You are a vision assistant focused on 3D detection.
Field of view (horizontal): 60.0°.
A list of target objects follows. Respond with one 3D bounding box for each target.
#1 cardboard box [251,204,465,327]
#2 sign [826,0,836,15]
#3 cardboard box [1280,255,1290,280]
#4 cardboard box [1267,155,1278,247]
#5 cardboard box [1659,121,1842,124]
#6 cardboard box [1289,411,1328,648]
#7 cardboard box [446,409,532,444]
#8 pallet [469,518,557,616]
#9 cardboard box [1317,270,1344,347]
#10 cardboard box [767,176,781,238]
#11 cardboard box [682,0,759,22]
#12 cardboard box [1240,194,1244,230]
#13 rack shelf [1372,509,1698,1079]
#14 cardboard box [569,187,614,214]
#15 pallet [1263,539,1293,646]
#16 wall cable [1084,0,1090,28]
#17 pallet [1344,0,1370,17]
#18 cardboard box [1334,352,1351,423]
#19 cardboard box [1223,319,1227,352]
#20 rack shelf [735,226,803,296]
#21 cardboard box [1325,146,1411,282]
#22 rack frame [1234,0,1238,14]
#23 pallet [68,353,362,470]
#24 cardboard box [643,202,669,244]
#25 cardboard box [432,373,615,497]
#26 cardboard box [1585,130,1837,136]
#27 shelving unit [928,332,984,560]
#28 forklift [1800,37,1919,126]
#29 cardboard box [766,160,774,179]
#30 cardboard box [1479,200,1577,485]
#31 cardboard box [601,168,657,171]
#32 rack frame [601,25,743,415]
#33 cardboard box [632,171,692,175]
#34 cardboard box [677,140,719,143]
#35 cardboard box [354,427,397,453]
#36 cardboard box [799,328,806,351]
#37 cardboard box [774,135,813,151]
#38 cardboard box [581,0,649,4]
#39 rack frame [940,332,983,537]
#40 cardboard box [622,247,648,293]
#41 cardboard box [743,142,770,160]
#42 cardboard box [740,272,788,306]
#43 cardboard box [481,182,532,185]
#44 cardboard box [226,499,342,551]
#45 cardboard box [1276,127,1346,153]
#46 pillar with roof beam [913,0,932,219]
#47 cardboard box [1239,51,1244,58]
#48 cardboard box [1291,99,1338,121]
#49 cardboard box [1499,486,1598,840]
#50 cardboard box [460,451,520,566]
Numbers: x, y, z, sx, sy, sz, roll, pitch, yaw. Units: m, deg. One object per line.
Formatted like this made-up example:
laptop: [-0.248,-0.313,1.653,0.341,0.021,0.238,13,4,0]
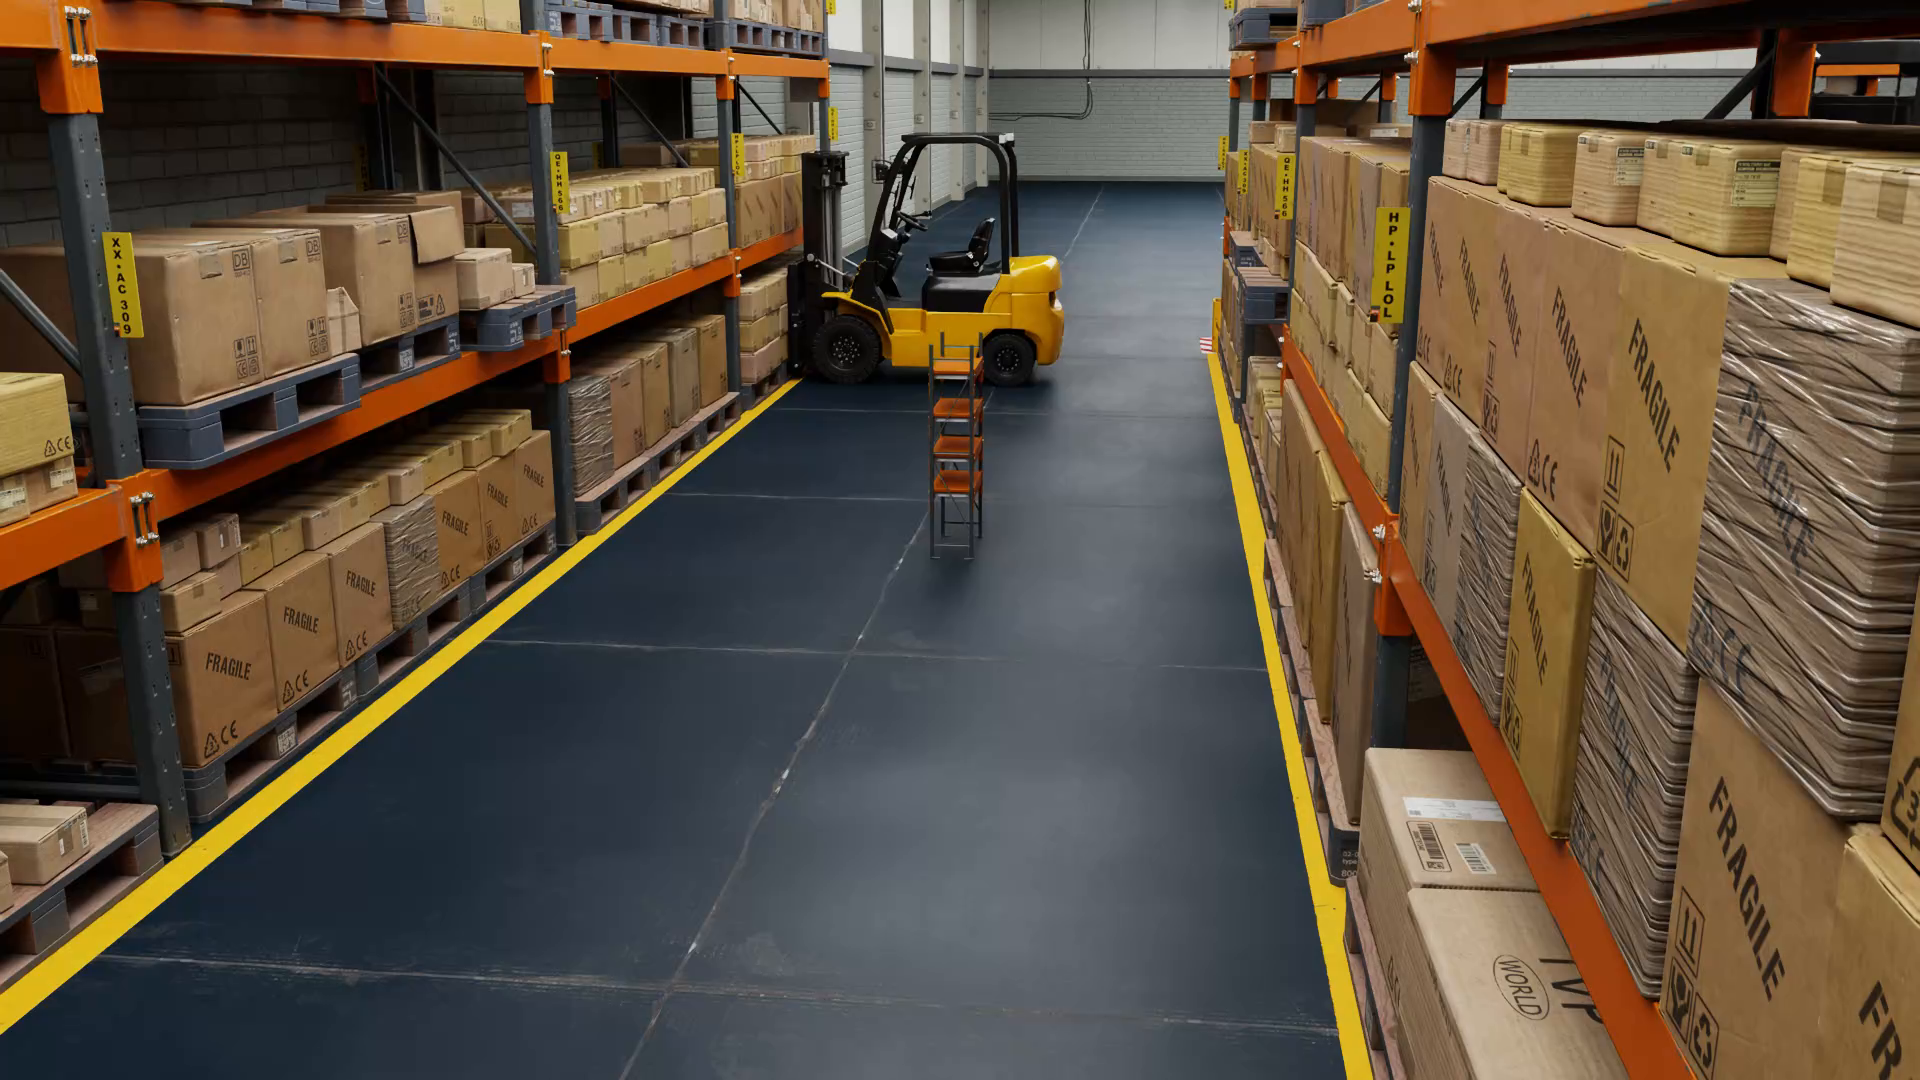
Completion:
cardboard box: [-2.712,-1.254,7.552,0.797,0.503,0.637,1,15,5]
sign: [-1.271,-5.323,16.310,0.100,0.325,0.005,2,15,6]
cardboard box: [1.983,-1.530,9.252,0.380,0.149,0.250,2,15,7]
cardboard box: [2.044,-1.940,9.525,0.500,0.500,0.500,1,15,5]
cardboard box: [1.913,-0.937,4.032,0.380,0.149,0.250,2,15,8]
cardboard box: [1.956,-0.054,7.383,0.875,0.875,0.875,2,15,7]
cardboard box: [-2.515,-0.604,8.891,0.380,0.149,0.250,1,15,4]
pallet: [-2.833,0.108,8.858,1.003,0.211,1.213,2,15,6]
cardboard box: [1.720,-0.936,6.706,0.500,0.250,0.500,2,15,7]
cardboard box: [-1.852,-2.890,14.414,0.500,0.500,0.500,2,15,6]
cardboard box: [-1.924,-4.332,13.366,0.500,0.311,0.500,2,15,7]
cardboard box: [2.527,-2.771,13.401,0.500,0.500,0.500,2,15,8]
rack shelf: [1.544,0.618,3.007,1.077,0.370,4.000,2,15,6]
cardboard box: [-2.333,-2.071,10.139,0.380,0.149,0.250,2,15,7]
pallet: [2.057,0.263,8.285,1.003,0.211,1.213,2,15,6]
wall cable: [4.937,-15.613,46.434,3.097,2.526,0.112,2,15,6]
pallet: [2.078,-2.183,6.605,1.003,0.211,1.213,2,15,9]
cardboard box: [1.704,-0.562,6.279,0.500,0.250,0.500,1,15,5]
cardboard box: [2.693,-1.902,15.414,0.500,0.250,0.500,2,15,8]
rack shelf: [-2.034,-2.639,15.055,1.077,0.370,4.000,2,15,6]
cardboard box: [1.742,-1.302,6.624,0.500,0.500,0.500,2,15,7]
rack frame: [3.124,-6.256,15.559,1.000,3.000,0.127,2,15,6]
pallet: [-2.964,-0.504,6.149,1.003,0.211,1.213,2,15,6]
cardboard box: [-2.251,-2.106,11.032,0.500,0.250,0.500,2,15,7]
cardboard box: [-2.627,-0.648,10.058,0.875,0.625,0.625,2,15,8]
cardboard box: [1.382,-0.685,3.099,0.380,0.149,0.250,2,15,6]
shelving unit: [-0.019,-0.536,9.347,0.258,1.200,0.503,2,15,6]
forklift: [5.491,-1.663,10.196,1.130,2.935,3.031,12,20,39]
cardboard box: [-1.801,-3.170,14.203,0.380,0.149,0.250,2,15,6]
cardboard box: [1.343,-0.399,3.284,0.500,0.500,0.500,2,15,7]
cardboard box: [-2.513,-2.744,12.631,0.380,0.149,0.250,1,15,5]
rack frame: [-2.260,-2.468,13.042,1.000,3.000,0.127,2,15,6]
cardboard box: [-2.169,-2.605,12.114,0.380,0.149,0.250,2,15,6]
cardboard box: [-2.288,-3.461,14.709,0.380,0.149,0.250,2,15,8]
cardboard box: [-3.085,-0.479,8.427,0.380,0.149,0.250,2,15,7]
cardboard box: [-1.715,-1.856,15.243,0.500,0.250,0.500,2,15,8]
cardboard box: [-1.637,-3.846,16.136,0.380,0.149,0.250,2,15,6]
cardboard box: [-2.273,-3.622,10.378,0.500,0.500,0.500,2,15,8]
rack frame: [0.009,-0.600,9.581,0.240,1.200,0.015,2,15,6]
cardboard box: [-2.306,-1.730,10.601,0.500,0.250,0.500,1,15,4]
cardboard box: [-1.836,-3.316,14.173,0.380,0.149,0.250,1,15,5]
cardboard box: [-1.781,-2.204,14.614,0.500,0.250,0.500,2,15,8]
cardboard box: [-2.857,-2.217,10.681,0.380,0.149,0.250,1,15,5]
cardboard box: [-2.803,-0.064,6.892,0.380,0.149,0.250,2,15,6]
cardboard box: [2.125,-2.426,10.077,0.380,0.149,0.250,1,15,4]
pillar with roof beam: [3.526,-10.789,32.322,9.100,9.000,0.400,2,15,6]
cardboard box: [2.622,-4.275,14.461,0.380,0.149,0.250,2,15,7]
cardboard box: [3.100,-3.366,13.687,0.700,0.500,0.500,1,15,5]
cardboard box: [1.275,0.211,2.945,0.500,0.500,0.500,2,15,8]
cardboard box: [-2.612,-0.181,8.569,0.500,0.500,0.500,1,15,5]
